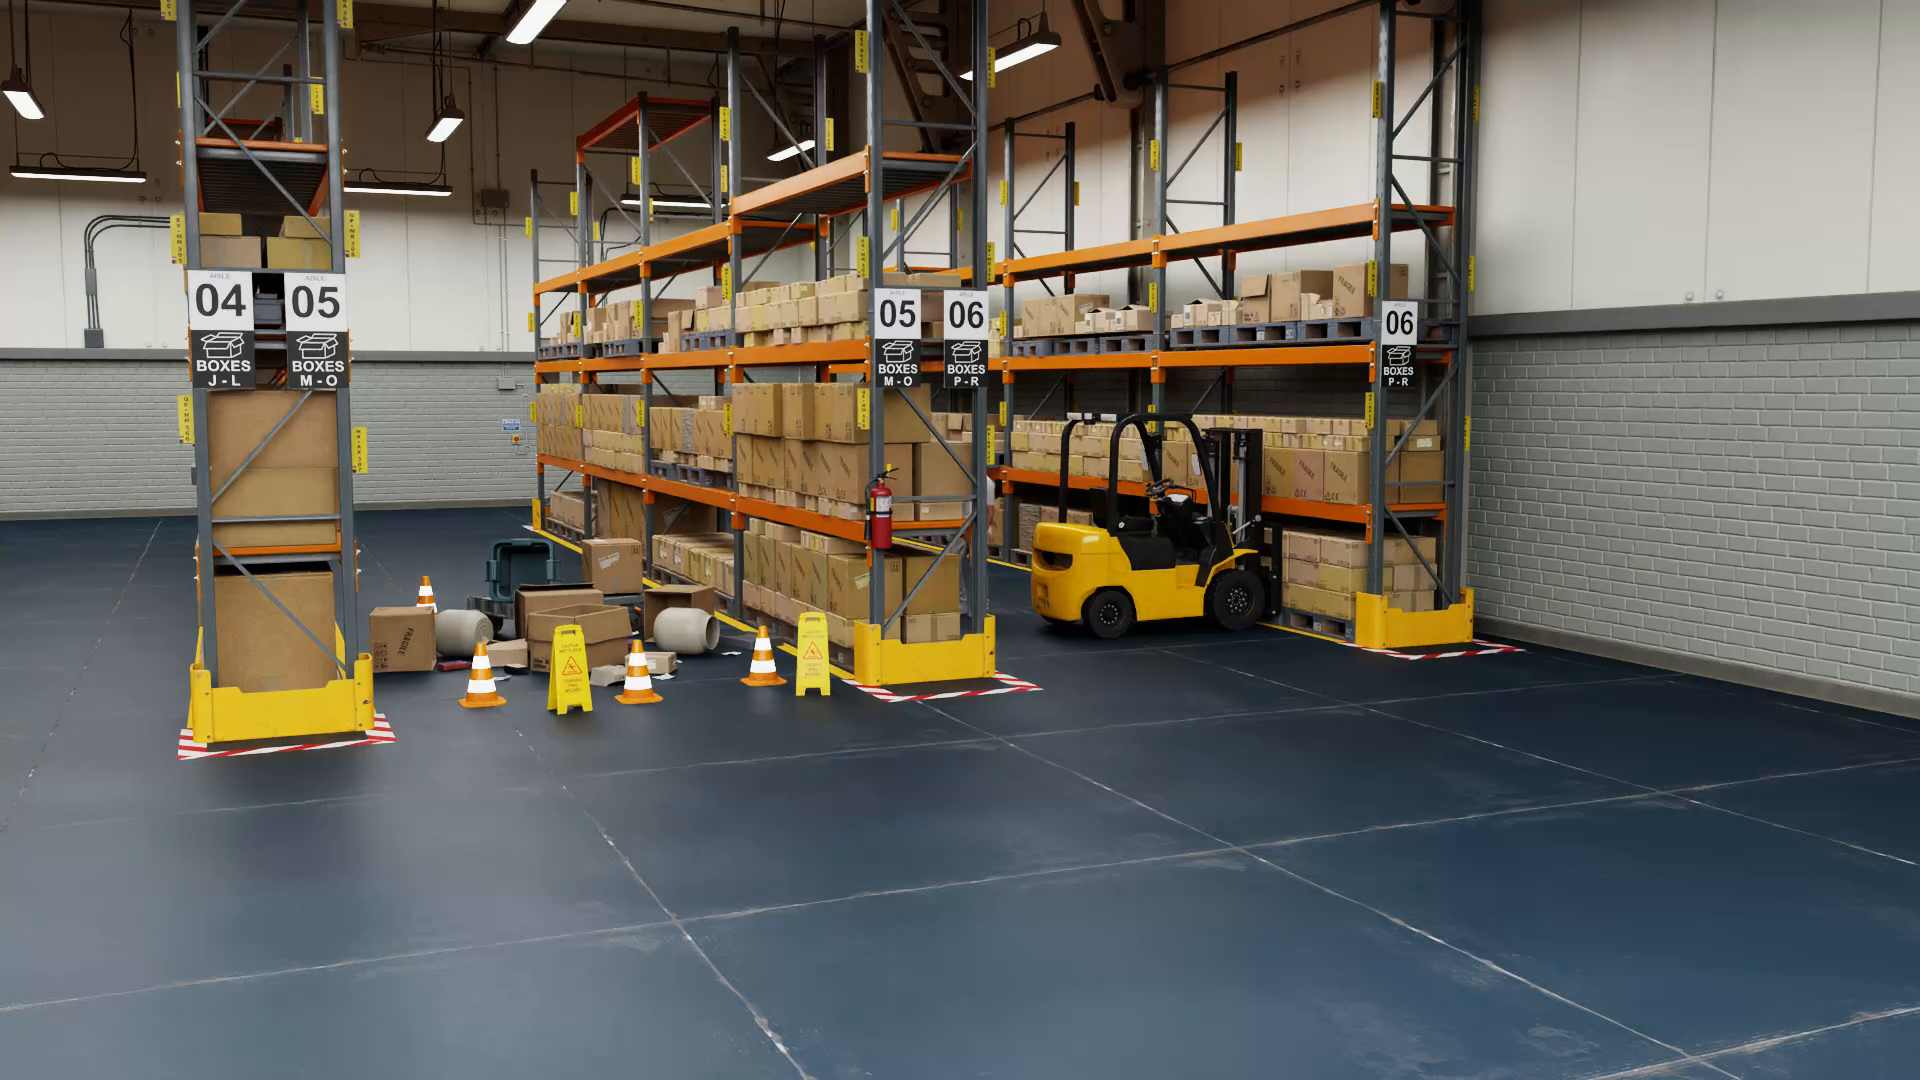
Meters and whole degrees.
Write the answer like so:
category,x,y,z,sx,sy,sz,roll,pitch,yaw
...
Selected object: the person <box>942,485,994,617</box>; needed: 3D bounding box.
category,x,y,z,sx,sy,sz,roll,pitch,yaw
person,0.103,-0.001,17.486,0.598,1.624,0.606,4,7,35
